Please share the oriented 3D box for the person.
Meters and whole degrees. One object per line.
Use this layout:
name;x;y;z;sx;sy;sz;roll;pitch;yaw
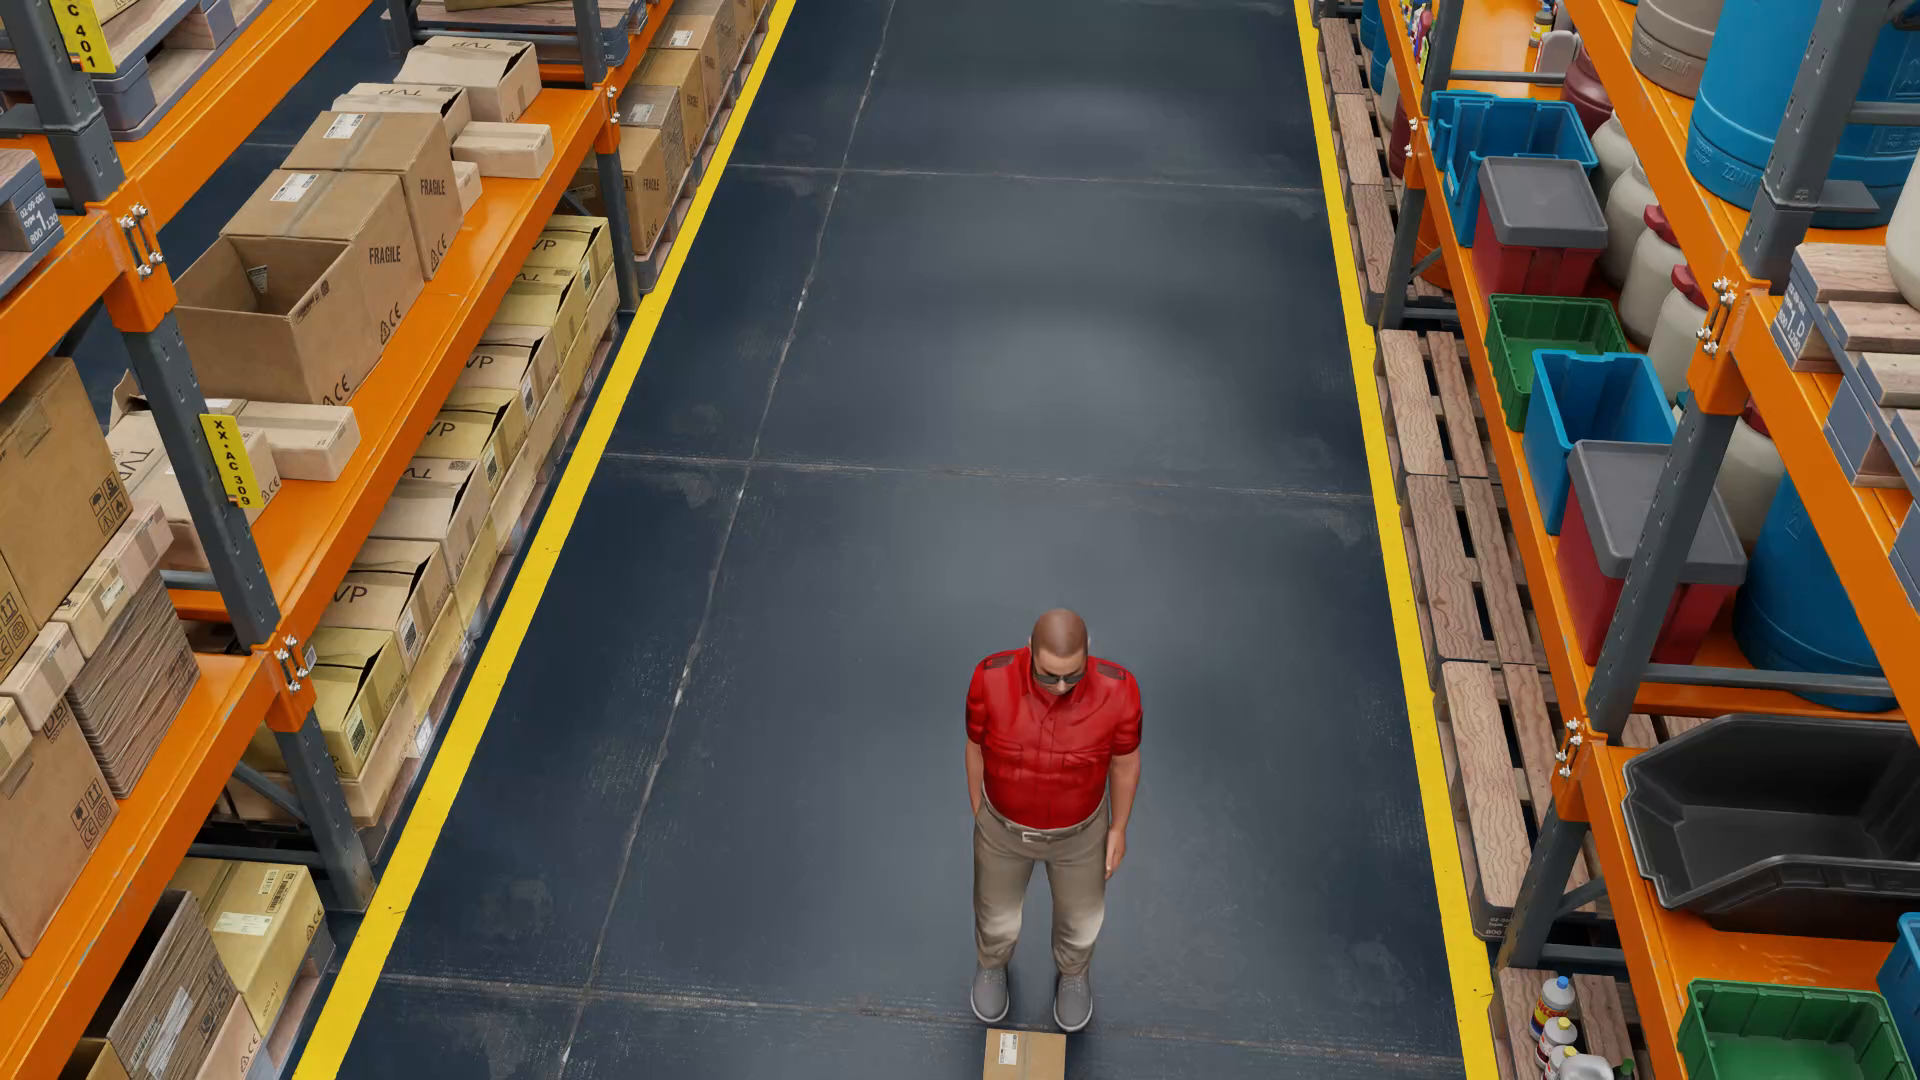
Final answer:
person;0.278;0.873;5.150;0.544;1.706;0.377;4;40;5
